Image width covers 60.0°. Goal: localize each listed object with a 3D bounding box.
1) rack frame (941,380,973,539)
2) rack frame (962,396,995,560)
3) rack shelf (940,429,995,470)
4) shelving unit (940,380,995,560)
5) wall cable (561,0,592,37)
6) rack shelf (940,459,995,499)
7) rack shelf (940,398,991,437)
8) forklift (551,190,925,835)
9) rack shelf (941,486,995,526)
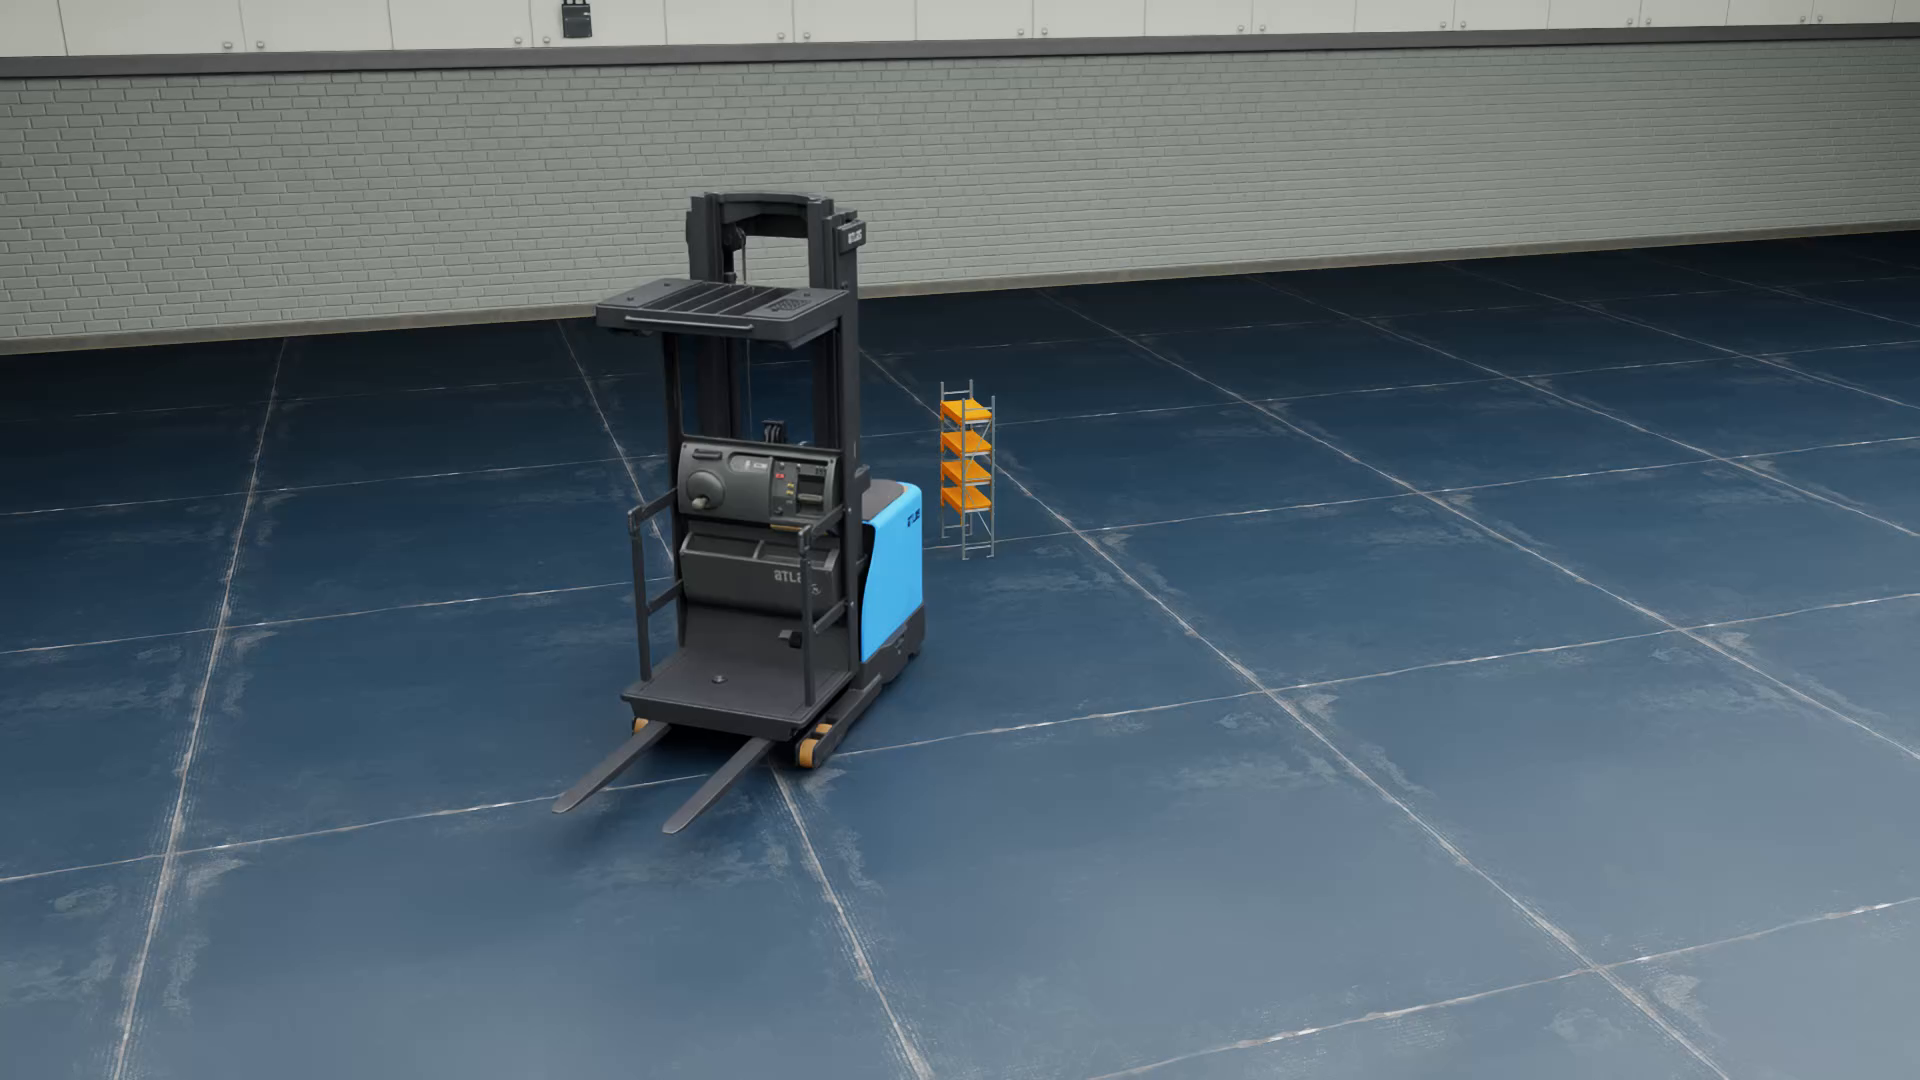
[{"bbox_3d":[-0.025,-0.590,12.284,0.240,1.200,0.015,-6,21,-17],"label":"rack frame"},{"bbox_3d":[0.129,-0.433,11.848,0.240,1.200,0.015,-6,21,-17],"label":"rack frame"},{"bbox_3d":[0.052,-0.659,12.013,0.258,0.148,0.480,-6,21,-17],"label":"rack shelf"},{"bbox_3d":[0.052,-0.512,12.066,0.258,1.200,0.503,-6,21,-17],"label":"shelving unit"},{"bbox_3d":[-3.354,-8.603,18.026,2.305,6.003,0.169,-6,21,-17],"label":"wall cable"},{"bbox_3d":[0.052,-0.448,12.089,0.258,0.148,0.480,-6,21,-17],"label":"rack shelf"},{"bbox_3d":[0.052,-0.881,11.933,0.258,0.148,0.480,-6,21,-17],"label":"rack shelf"},{"bbox_3d":[-1.182,-0.297,8.907,1.130,2.935,3.031,7,21,18],"label":"forklift"},{"bbox_3d":[0.052,-0.261,12.156,0.258,0.148,0.480,-6,21,-17],"label":"rack shelf"}]
